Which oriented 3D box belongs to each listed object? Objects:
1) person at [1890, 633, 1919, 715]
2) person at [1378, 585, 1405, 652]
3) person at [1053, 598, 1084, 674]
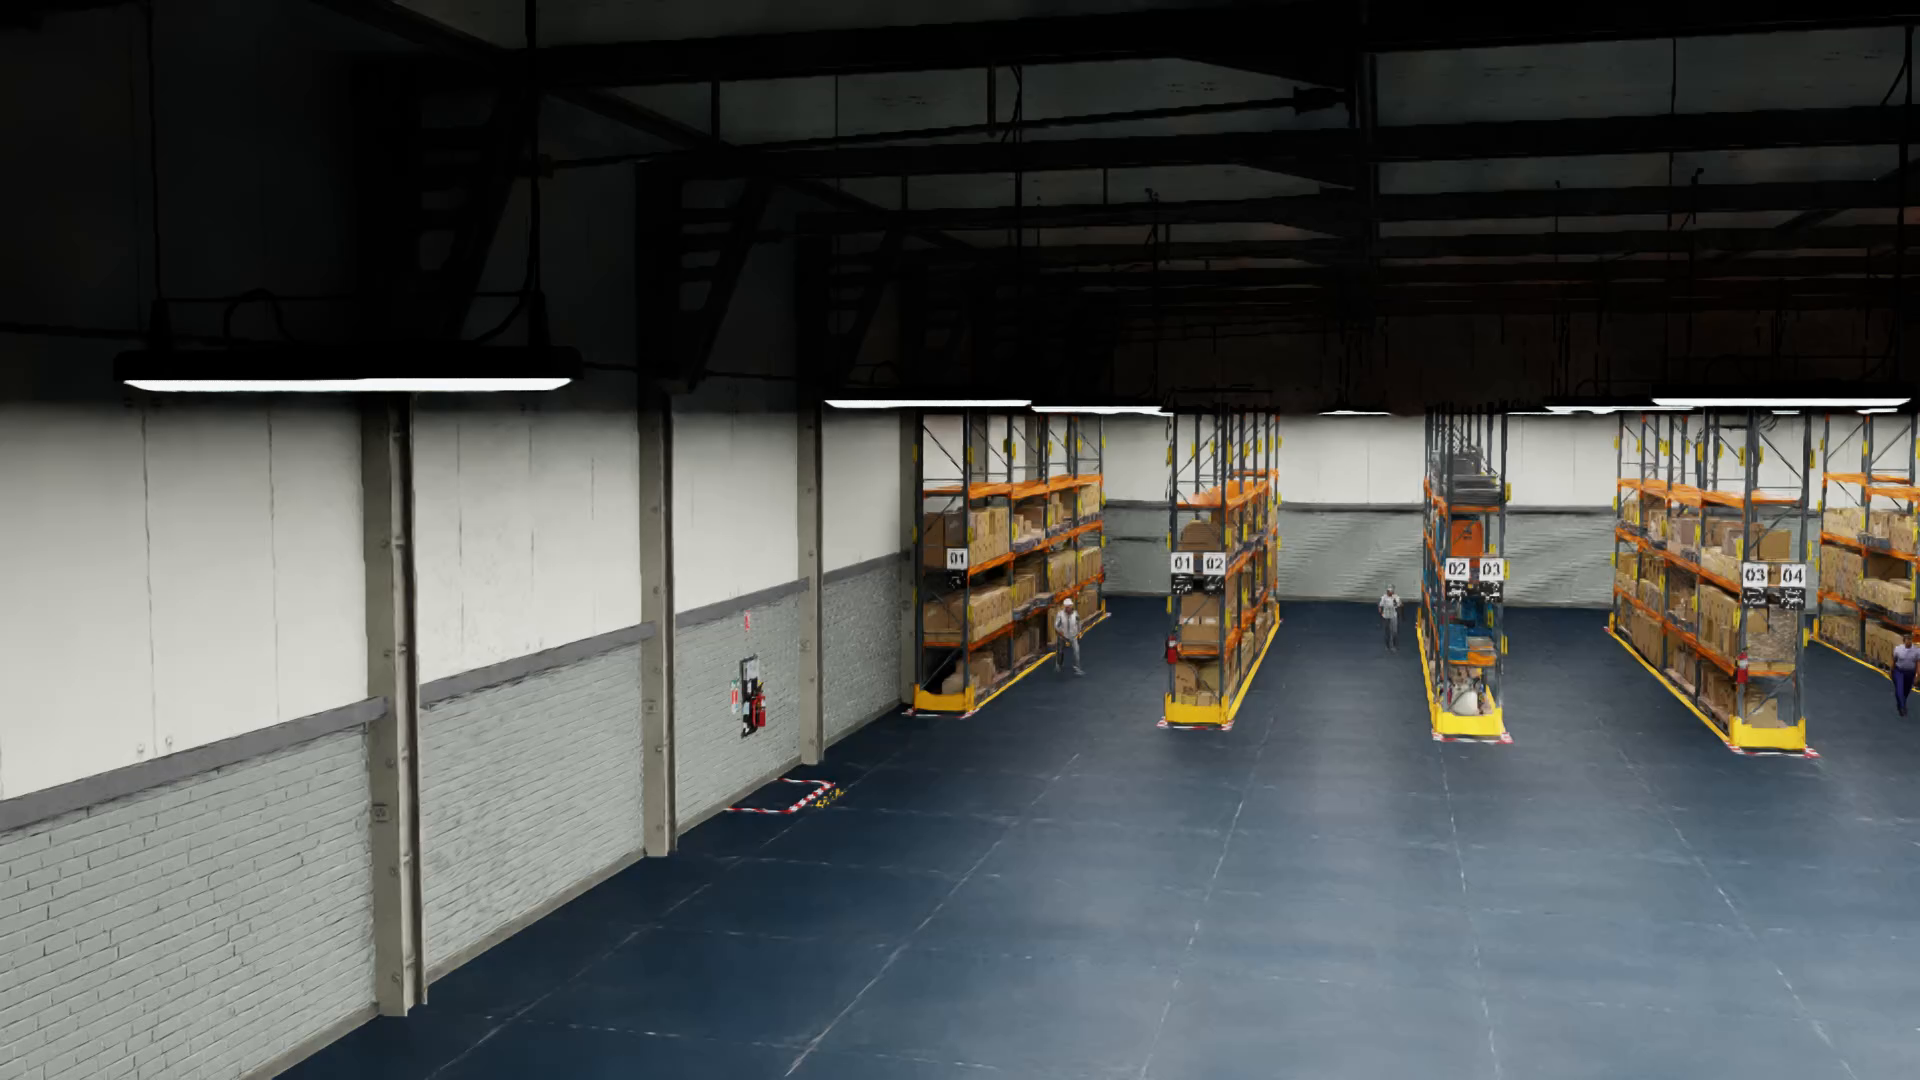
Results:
[{"bbox_3d":[18.219,2.562,32.015,0.478,1.567,1.093,1,4,12],"label":"person"},{"bbox_3d":[10.554,1.898,40.742,0.614,1.644,0.649,2,4,20],"label":"person"},{"bbox_3d":[2.404,2.123,37.101,0.682,1.713,0.844,0,4,-3],"label":"person"}]
